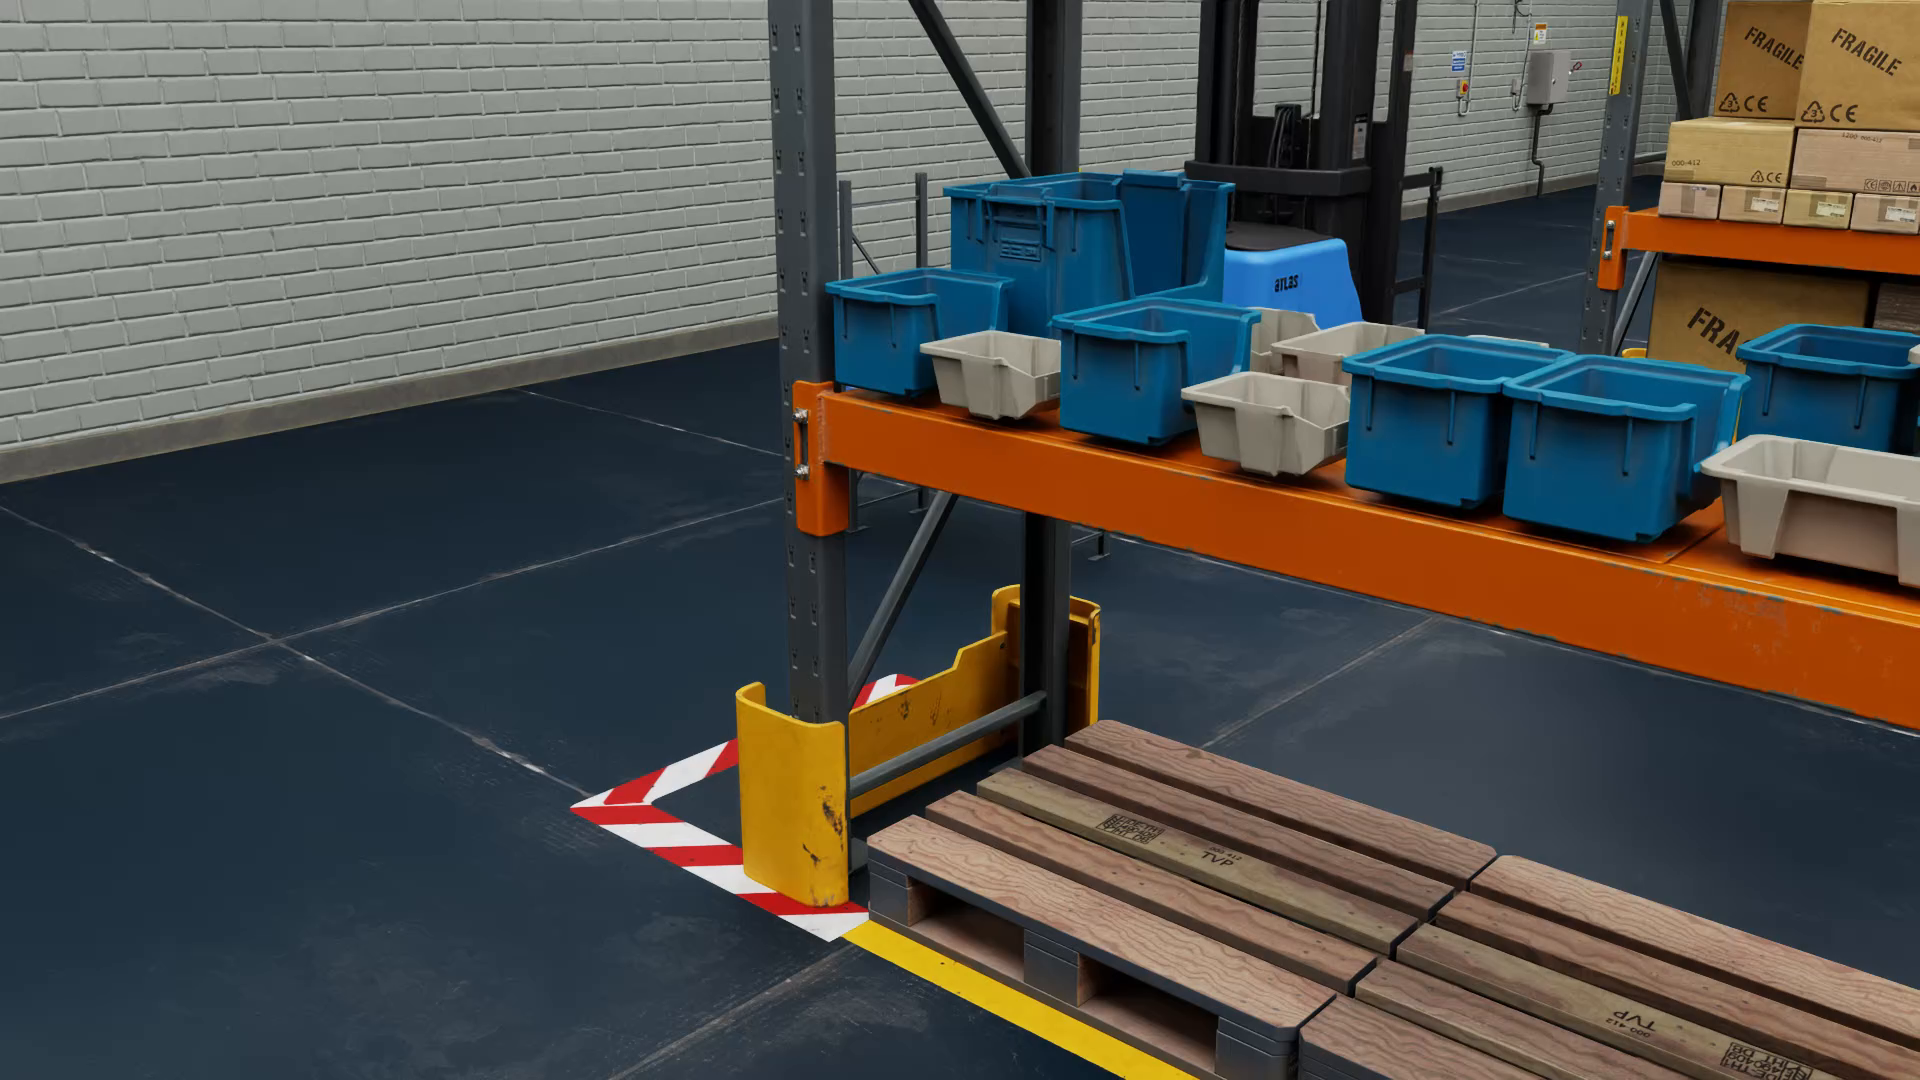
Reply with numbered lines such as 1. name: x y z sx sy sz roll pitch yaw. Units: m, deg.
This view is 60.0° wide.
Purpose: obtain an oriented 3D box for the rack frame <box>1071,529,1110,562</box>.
1. rack frame: 0.444 -0.596 6.509 0.032 1.500 0.500 15 23 39

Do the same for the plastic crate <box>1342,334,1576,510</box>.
1. plastic crate: 0.897 -0.218 3.018 0.300 0.233 0.416 15 23 39

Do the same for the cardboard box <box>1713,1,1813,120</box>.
1. cardboard box: 3.773 -2.168 7.500 0.500 0.500 0.500 15 23 40

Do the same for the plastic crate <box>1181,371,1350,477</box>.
1. plastic crate: 0.605 -0.217 3.174 0.298 0.136 0.250 15 23 39

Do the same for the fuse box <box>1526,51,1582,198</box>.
1. fuse box: 7.082 -4.979 19.972 0.414 1.711 0.539 15 23 39

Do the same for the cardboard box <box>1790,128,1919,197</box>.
1. cardboard box: 3.807 -1.588 6.914 0.500 0.250 0.500 15 23 39

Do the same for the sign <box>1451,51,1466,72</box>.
1. sign: 5.501 -5.277 18.335 0.001 0.218 0.327 15 23 39

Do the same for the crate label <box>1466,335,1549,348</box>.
1. crate label: 1.108 -0.326 3.517 0.243 0.136 0.396 15 23 39

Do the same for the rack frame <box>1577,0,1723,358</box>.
1. rack frame: 3.234 -1.778 7.756 0.127 3.000 1.000 15 23 39

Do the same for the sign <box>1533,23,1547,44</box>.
1. sign: 6.891 -6.016 19.744 0.001 0.242 0.339 15 23 39

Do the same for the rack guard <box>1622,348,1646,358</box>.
1. rack guard: 3.216 -0.592 8.149 0.348 0.500 1.175 15 23 39

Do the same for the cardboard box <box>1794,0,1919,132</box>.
1. cardboard box: 3.787 -1.948 6.808 0.500 0.500 0.500 14 23 38

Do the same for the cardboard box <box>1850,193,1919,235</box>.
1. cardboard box: 3.861 -1.358 6.847 0.250 0.149 0.380 15 23 38

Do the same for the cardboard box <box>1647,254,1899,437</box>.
1. cardboard box: 3.765 -0.855 7.666 0.875 0.875 0.875 15 23 39

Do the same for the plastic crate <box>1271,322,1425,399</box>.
1. plastic crate: 0.883 -0.376 3.676 0.243 0.136 0.396 15 23 39

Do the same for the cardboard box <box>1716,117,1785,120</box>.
1. cardboard box: 3.772 -1.811 7.616 0.500 0.250 0.500 15 23 38

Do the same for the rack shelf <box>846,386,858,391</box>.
1. rack shelf: 0.064 -0.526 6.885 1.000 0.185 0.538 15 23 39

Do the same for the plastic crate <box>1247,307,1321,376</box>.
1. plastic crate: 0.676 -0.438 3.869 0.243 0.136 0.396 15 23 39

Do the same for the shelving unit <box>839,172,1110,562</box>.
1. shelving unit: 0.064 -0.698 6.831 1.048 1.500 0.538 15 23 39

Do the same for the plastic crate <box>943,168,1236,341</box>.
1. plastic crate: 0.320 -0.678 4.132 0.499 0.435 0.616 15 23 39

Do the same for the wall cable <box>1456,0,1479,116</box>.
1. wall cable: 5.579 -5.646 18.213 0.123 1.953 0.585 15 23 39

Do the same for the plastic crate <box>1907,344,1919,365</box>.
1. plastic crate: 1.918 -0.175 2.801 0.530 0.282 0.437 15 23 39

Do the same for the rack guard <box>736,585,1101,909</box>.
1. rack guard: -0.081 0.532 4.609 0.348 0.500 1.175 15 23 39

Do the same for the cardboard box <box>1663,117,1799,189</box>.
1. cardboard box: 3.413 -1.691 7.238 0.500 0.250 0.500 14 23 38

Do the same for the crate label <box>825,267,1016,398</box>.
1. crate label: -0.088 -0.482 3.851 0.303 0.233 0.416 15 23 39

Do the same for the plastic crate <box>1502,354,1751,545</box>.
1. plastic crate: 1.121 -0.158 2.828 0.300 0.233 0.416 15 23 39

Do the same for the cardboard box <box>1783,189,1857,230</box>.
1. cardboard box: 3.665 -1.410 7.011 0.250 0.149 0.380 14 23 38

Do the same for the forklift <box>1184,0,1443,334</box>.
1. forklift: 2.009 -2.140 9.008 1.130 2.935 3.031 15 23 38

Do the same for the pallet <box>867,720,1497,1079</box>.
1. pallet: 0.537 0.846 4.098 1.213 0.211 1.003 15 23 39

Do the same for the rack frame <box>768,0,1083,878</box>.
1. rack frame: -0.054 -0.658 4.225 0.127 3.000 1.000 15 23 39

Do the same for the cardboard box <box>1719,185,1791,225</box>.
1. cardboard box: 3.473 -1.461 7.173 0.250 0.149 0.380 15 23 38

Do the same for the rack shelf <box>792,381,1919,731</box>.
1. rack shelf: 1.442 0.087 3.069 4.000 0.370 1.077 15 23 39

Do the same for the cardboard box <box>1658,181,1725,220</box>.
1. cardboard box: 3.280 -1.513 7.334 0.250 0.149 0.380 15 23 40

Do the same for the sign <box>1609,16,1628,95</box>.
1. sign: 2.861 -2.104 7.221 0.005 0.325 0.100 15 23 39

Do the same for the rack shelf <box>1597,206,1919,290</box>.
1. rack shelf: 4.730 -1.034 6.600 4.000 0.370 1.077 15 23 39

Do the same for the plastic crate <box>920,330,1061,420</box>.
1. plastic crate: 0.097 -0.353 3.603 0.298 0.136 0.250 15 23 39

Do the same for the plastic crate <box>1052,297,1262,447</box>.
1. plastic crate: 0.405 -0.350 3.434 0.300 0.233 0.416 15 23 39

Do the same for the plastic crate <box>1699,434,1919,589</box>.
1. plastic crate: 1.436 -0.039 2.613 0.466 0.136 0.293 15 23 39

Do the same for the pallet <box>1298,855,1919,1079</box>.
1. pallet: 1.445 1.091 3.326 1.213 0.211 1.003 15 23 39

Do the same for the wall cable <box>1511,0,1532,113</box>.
1. wall cable: 6.511 -5.955 19.237 0.122 1.984 0.588 15 23 39

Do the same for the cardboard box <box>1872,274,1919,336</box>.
1. cardboard box: 4.446 -0.673 7.090 0.875 0.875 0.875 15 23 39

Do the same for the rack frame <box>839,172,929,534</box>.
1. rack frame: -0.316 -0.800 7.152 0.032 1.500 0.500 15 23 39

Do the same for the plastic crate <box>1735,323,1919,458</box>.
1. plastic crate: 1.652 -0.252 3.125 0.300 0.233 0.416 15 23 39

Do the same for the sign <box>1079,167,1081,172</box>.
1. sign: 0.299 -0.863 4.603 0.005 0.325 0.100 15 23 39
